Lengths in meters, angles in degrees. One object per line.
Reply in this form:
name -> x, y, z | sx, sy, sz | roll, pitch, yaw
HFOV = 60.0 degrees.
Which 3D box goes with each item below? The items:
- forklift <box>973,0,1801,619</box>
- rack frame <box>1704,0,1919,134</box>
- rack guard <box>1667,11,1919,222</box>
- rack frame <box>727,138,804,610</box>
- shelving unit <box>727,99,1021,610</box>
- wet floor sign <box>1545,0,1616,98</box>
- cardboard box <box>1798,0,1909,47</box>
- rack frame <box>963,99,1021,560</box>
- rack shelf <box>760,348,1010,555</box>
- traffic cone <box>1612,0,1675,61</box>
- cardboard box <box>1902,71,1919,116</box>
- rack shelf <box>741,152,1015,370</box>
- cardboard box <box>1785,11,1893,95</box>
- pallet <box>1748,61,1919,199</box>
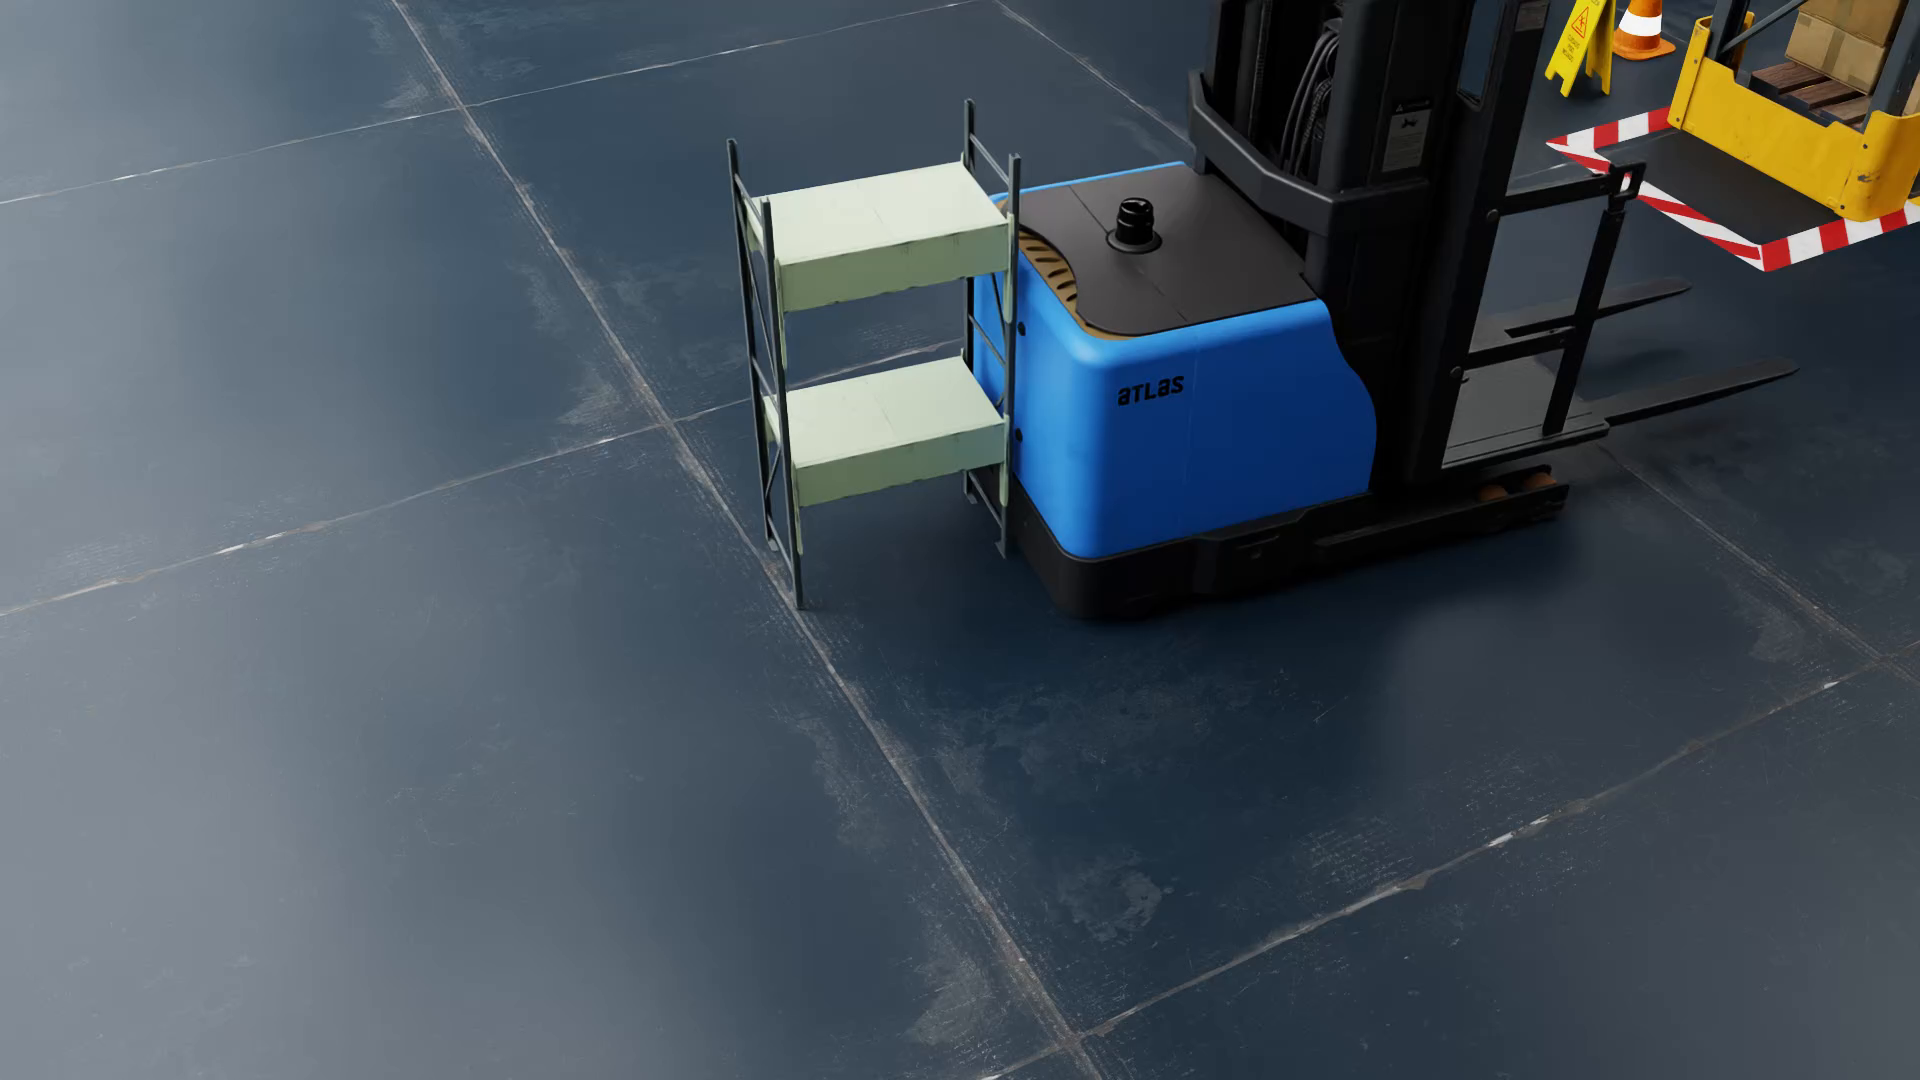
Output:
forklift -> 1.583, -1.451, 5.196 | 3.031, 2.935, 1.130 | -13, 42, -15
rack frame -> 3.813, -2.914, 6.870 | 0.127, 3.000, 1.000 | -19, 44, -21
rack guard -> 3.880, -1.982, 7.705 | 0.348, 0.500, 1.175 | -19, 44, -21
rack frame -> -0.594, -0.464, 5.137 | 0.023, 1.500, 0.400 | -13, 42, -15
shelving unit -> -0.251, -0.546, 5.234 | 0.755, 1.500, 0.431 | -13, 42, -15
wet floor sign -> 3.150, -2.572, 8.288 | 0.232, 0.644, 0.267 | -5, 40, -6
cardboard box -> 4.403, -2.699, 7.840 | 0.500, 0.500, 0.500 | -18, 44, -20
rack frame -> 0.093, -0.628, 5.331 | 0.023, 1.500, 0.400 | -13, 42, -15
rack shelf -> -0.250, -0.297, 5.445 | 0.720, 0.370, 0.431 | -13, 42, -15
traffic cone -> 3.598, -2.813, 8.715 | 0.334, 0.463, 0.336 | -19, 44, -21
cardboard box -> 4.656, -2.107, 7.720 | 0.500, 0.250, 0.500 | -19, 44, -21
rack shelf -> -0.251, -0.844, 4.982 | 0.720, 0.370, 0.431 | -13, 42, -15
cardboard box -> 4.427, -2.427, 8.099 | 0.500, 0.250, 0.500 | -19, 44, -21
pallet -> 4.617, -2.094, 8.061 | 1.213, 0.211, 1.003 | -19, 44, -21
